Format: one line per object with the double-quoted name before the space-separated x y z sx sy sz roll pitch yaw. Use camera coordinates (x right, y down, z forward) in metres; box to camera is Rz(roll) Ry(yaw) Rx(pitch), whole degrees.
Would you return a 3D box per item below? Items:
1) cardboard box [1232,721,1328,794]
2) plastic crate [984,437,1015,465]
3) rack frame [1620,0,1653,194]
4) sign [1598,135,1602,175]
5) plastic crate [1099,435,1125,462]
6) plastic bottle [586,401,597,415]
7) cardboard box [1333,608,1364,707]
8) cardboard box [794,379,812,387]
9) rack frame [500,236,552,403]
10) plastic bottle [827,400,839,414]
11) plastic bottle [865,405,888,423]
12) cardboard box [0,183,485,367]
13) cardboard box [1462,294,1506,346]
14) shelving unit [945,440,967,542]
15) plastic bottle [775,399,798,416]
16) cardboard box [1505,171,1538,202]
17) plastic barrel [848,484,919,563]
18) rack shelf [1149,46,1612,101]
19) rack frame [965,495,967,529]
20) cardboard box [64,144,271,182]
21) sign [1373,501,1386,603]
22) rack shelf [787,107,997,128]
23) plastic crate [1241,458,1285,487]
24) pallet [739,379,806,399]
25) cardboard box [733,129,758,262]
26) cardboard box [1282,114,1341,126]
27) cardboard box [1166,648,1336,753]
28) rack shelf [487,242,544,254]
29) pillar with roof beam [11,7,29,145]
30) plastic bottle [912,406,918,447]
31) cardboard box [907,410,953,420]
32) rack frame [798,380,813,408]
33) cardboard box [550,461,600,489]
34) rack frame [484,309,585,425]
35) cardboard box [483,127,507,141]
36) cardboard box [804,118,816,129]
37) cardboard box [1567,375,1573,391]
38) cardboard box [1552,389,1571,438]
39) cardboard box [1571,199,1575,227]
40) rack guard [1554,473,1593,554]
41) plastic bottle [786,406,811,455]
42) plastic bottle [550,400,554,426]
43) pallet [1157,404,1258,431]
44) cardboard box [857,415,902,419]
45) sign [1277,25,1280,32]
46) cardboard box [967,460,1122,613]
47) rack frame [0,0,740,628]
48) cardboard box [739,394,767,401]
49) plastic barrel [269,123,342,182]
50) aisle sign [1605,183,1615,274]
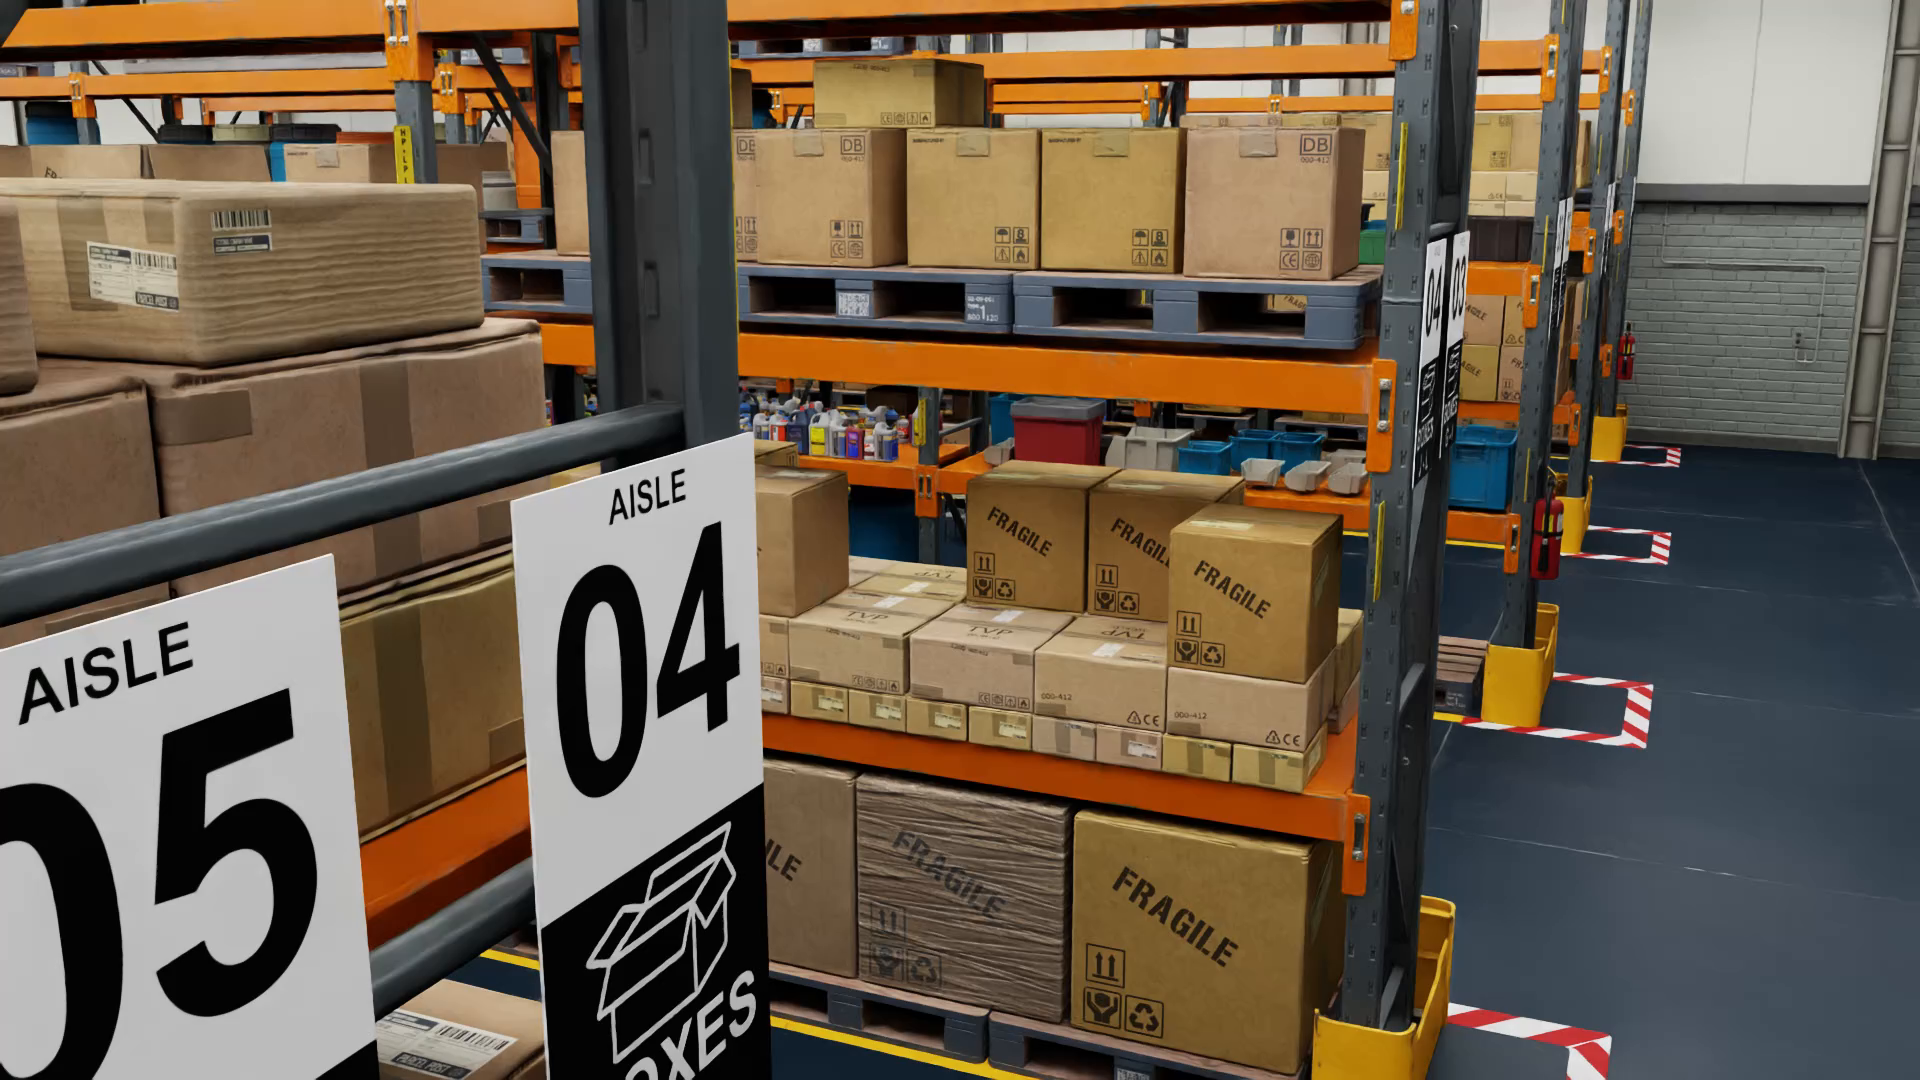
"cardboard box" 1.154 0.763 5.984 0.250 0.149 0.380 6 15 24
"plastic crate" 0.330 -0.628 11.806 0.243 0.136 0.396 6 14 23
"rack frame" 7.632 -5.420 18.650 0.127 3.000 1.000 6 14 23
"sign" 5.386 -3.242 13.994 0.005 0.325 0.100 6 14 23
"plastic crate" 1.094 -0.648 11.916 0.590 0.125 0.437 6 14 23
"plastic bottle" -2.888 -0.954 13.029 0.097 0.271 0.097 0 13 0
"cardboard box" 1.284 0.432 6.521 0.500 0.250 0.500 5 14 22
"cardboard box" -2.167 -2.505 23.868 0.500 0.500 0.700 5 14 22
"rack frame" -3.695 -1.170 13.671 0.127 3.000 1.000 6 14 23
"plastic bottle" -1.012 -0.949 12.982 0.133 0.283 0.061 6 14 23
"plastic bottle" -0.641 -0.896 12.774 0.135 0.276 0.152 6 14 23
"cardboard box" -0.692 -0.271 1.635 0.250 0.149 0.380 6 14 23
"cardboard box" 4.649 -2.030 14.928 0.500 0.500 0.500 6 15 25
"shelving unit" 0.007 -0.437 15.144 0.210 0.900 0.258 6 14 23
"plastic bottle" -1.365 -0.969 13.086 0.135 0.276 0.152 6 14 23
"cardboard box" 5.056 -3.089 14.517 0.500 0.250 0.500 6 14 23
"plastic barrel" -0.528 -0.037 12.515 0.708 0.901 0.600 6 14 23
"rack shelf" 3.801 -4.218 15.110 4.000 0.370 1.077 6 14 23
"rack frame" 0.100 -0.428 15.104 0.006 0.900 0.240 6 14 23
"cardboard box" -3.825 -1.666 8.074 0.637 0.503 0.797 6 14 22
"sign" 1.381 0.037 5.471 0.005 0.325 0.100 6 14 23
"rack shelf" -1.511 -5.800 22.721 4.000 0.370 1.077 6 14 23
"plastic crate" 1.999 -0.443 11.016 0.250 0.136 0.298 6 14 23
"pallet" -2.627 -2.180 24.080 1.213 0.211 1.003 6 14 23
"cardboard box" -0.814 -1.417 6.801 0.500 0.500 0.700 7 15 26
"cardboard box" 3.291 -3.672 15.360 0.500 0.500 0.700 6 14 23
"cardboard box" 1.063 0.543 6.046 0.500 0.250 0.500 6 14 22
"rack shelf" -1.866 -2.095 12.622 4.000 0.370 1.077 6 14 23
"pillar with roof beam" -18.722 -7.228 26.353 0.548 9.000 9.100 6 14 23
"plastic bottle" -0.265 -0.880 12.543 0.185 0.351 0.144 6 14 23
"cardboard box" -0.262 -1.116 17.950 0.500 0.500 0.500 5 14 21
"rack frame" -1.684 -2.205 18.082 0.053 2.616 0.949 6 14 23
"cardboard box" -1.710 -0.105 7.166 0.500 0.500 0.500 6 14 23
"rack frame" -2.044 0.234 7.685 0.127 3.000 1.000 6 14 23
"cardboard box" -6.743 -5.899 24.806 0.500 0.500 0.500 5 14 19
"cardboard box" -1.289 -4.159 17.433 0.500 0.500 0.500 6 14 23
"cardboard box" 7.147 -1.877 19.814 0.250 0.149 0.380 6 14 24
"cardboard box" 6.952 -1.531 19.760 0.500 0.500 0.700 6 14 23
"cardboard box" 5.262 -2.952 15.028 0.500 0.250 0.500 6 14 23
"rack guard" 5.560 -0.254 15.240 0.348 0.500 1.175 6 14 23
"plastic bottle" -1.180 -0.810 12.244 0.185 0.351 0.144 6 14 23
"plastic bottle" -3.148 -0.966 13.056 0.133 0.283 0.061 6 14 23
"pallet" 3.239 -1.568 21.468 1.213 0.211 1.003 6 14 23
"cardboard box" -0.904 -1.053 17.679 0.500 0.500 0.500 5 14 21
"sign" 3.766 -6.169 19.624 0.005 0.325 0.100 6 14 23
"cardboard box" 0.351 -0.026 6.831 0.500 0.500 0.500 5 14 22
"rack frame" -0.488 -1.290 1.047 0.127 3.000 1.000 6 14 23
"cardboard box" -2.529 -1.500 18.949 0.500 0.311 0.500 5 14 22
"plastic barrel" -5.603 -3.122 14.325 0.708 0.901 0.600 6 14 23
"aisle sign" 5.810 -2.785 14.862 0.004 0.787 0.394 6 14 23
